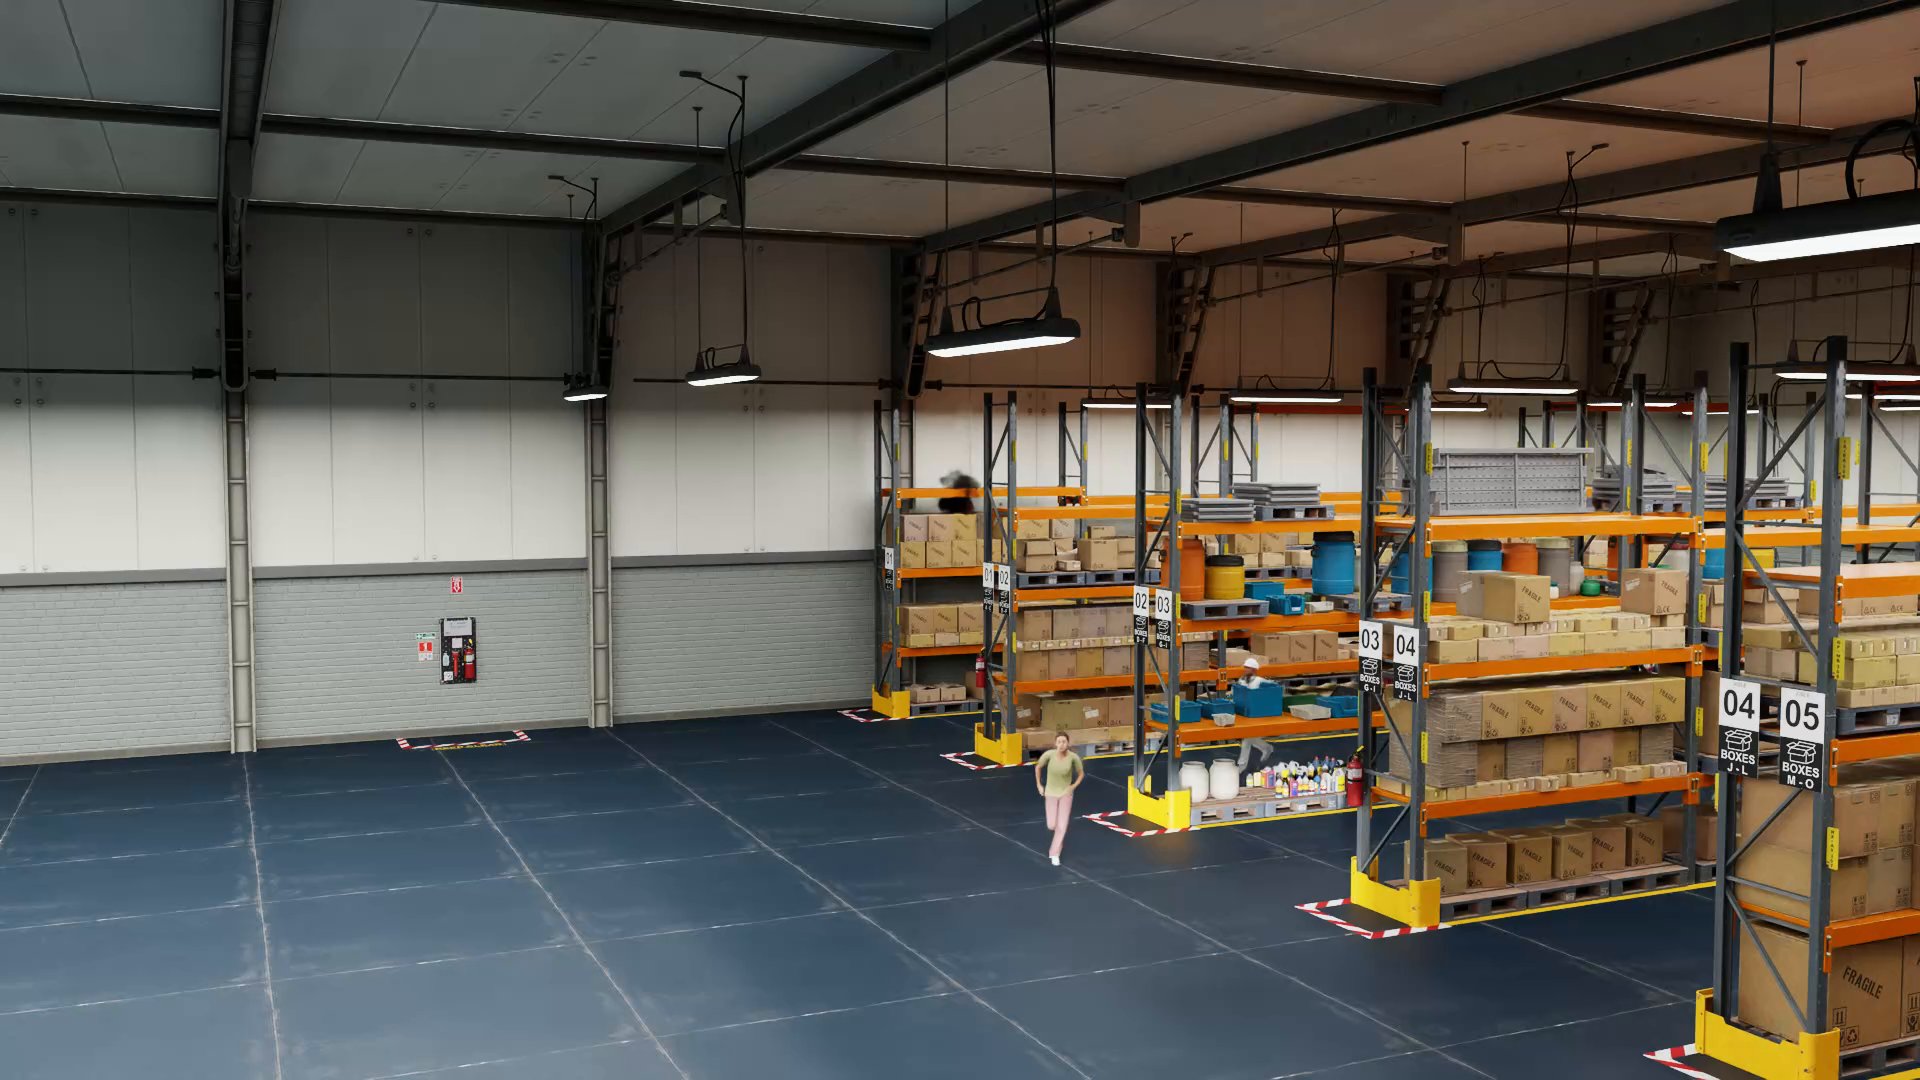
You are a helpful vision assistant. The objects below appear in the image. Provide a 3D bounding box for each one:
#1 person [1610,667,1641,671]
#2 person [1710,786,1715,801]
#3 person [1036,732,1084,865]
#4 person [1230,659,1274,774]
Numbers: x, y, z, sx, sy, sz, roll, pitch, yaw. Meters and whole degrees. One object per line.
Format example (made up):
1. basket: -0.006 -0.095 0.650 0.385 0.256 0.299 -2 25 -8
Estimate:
1. person: 11.207 2.631 28.402 0.754 1.804 0.685 -1 4 -23
2. person: 10.551 2.957 23.648 0.805 1.672 0.570 -2 4 -33
3. person: 1.245 3.172 20.687 0.608 1.627 0.678 0 3 7
4. person: 4.626 2.773 26.226 0.923 1.818 0.690 -3 4 -38
